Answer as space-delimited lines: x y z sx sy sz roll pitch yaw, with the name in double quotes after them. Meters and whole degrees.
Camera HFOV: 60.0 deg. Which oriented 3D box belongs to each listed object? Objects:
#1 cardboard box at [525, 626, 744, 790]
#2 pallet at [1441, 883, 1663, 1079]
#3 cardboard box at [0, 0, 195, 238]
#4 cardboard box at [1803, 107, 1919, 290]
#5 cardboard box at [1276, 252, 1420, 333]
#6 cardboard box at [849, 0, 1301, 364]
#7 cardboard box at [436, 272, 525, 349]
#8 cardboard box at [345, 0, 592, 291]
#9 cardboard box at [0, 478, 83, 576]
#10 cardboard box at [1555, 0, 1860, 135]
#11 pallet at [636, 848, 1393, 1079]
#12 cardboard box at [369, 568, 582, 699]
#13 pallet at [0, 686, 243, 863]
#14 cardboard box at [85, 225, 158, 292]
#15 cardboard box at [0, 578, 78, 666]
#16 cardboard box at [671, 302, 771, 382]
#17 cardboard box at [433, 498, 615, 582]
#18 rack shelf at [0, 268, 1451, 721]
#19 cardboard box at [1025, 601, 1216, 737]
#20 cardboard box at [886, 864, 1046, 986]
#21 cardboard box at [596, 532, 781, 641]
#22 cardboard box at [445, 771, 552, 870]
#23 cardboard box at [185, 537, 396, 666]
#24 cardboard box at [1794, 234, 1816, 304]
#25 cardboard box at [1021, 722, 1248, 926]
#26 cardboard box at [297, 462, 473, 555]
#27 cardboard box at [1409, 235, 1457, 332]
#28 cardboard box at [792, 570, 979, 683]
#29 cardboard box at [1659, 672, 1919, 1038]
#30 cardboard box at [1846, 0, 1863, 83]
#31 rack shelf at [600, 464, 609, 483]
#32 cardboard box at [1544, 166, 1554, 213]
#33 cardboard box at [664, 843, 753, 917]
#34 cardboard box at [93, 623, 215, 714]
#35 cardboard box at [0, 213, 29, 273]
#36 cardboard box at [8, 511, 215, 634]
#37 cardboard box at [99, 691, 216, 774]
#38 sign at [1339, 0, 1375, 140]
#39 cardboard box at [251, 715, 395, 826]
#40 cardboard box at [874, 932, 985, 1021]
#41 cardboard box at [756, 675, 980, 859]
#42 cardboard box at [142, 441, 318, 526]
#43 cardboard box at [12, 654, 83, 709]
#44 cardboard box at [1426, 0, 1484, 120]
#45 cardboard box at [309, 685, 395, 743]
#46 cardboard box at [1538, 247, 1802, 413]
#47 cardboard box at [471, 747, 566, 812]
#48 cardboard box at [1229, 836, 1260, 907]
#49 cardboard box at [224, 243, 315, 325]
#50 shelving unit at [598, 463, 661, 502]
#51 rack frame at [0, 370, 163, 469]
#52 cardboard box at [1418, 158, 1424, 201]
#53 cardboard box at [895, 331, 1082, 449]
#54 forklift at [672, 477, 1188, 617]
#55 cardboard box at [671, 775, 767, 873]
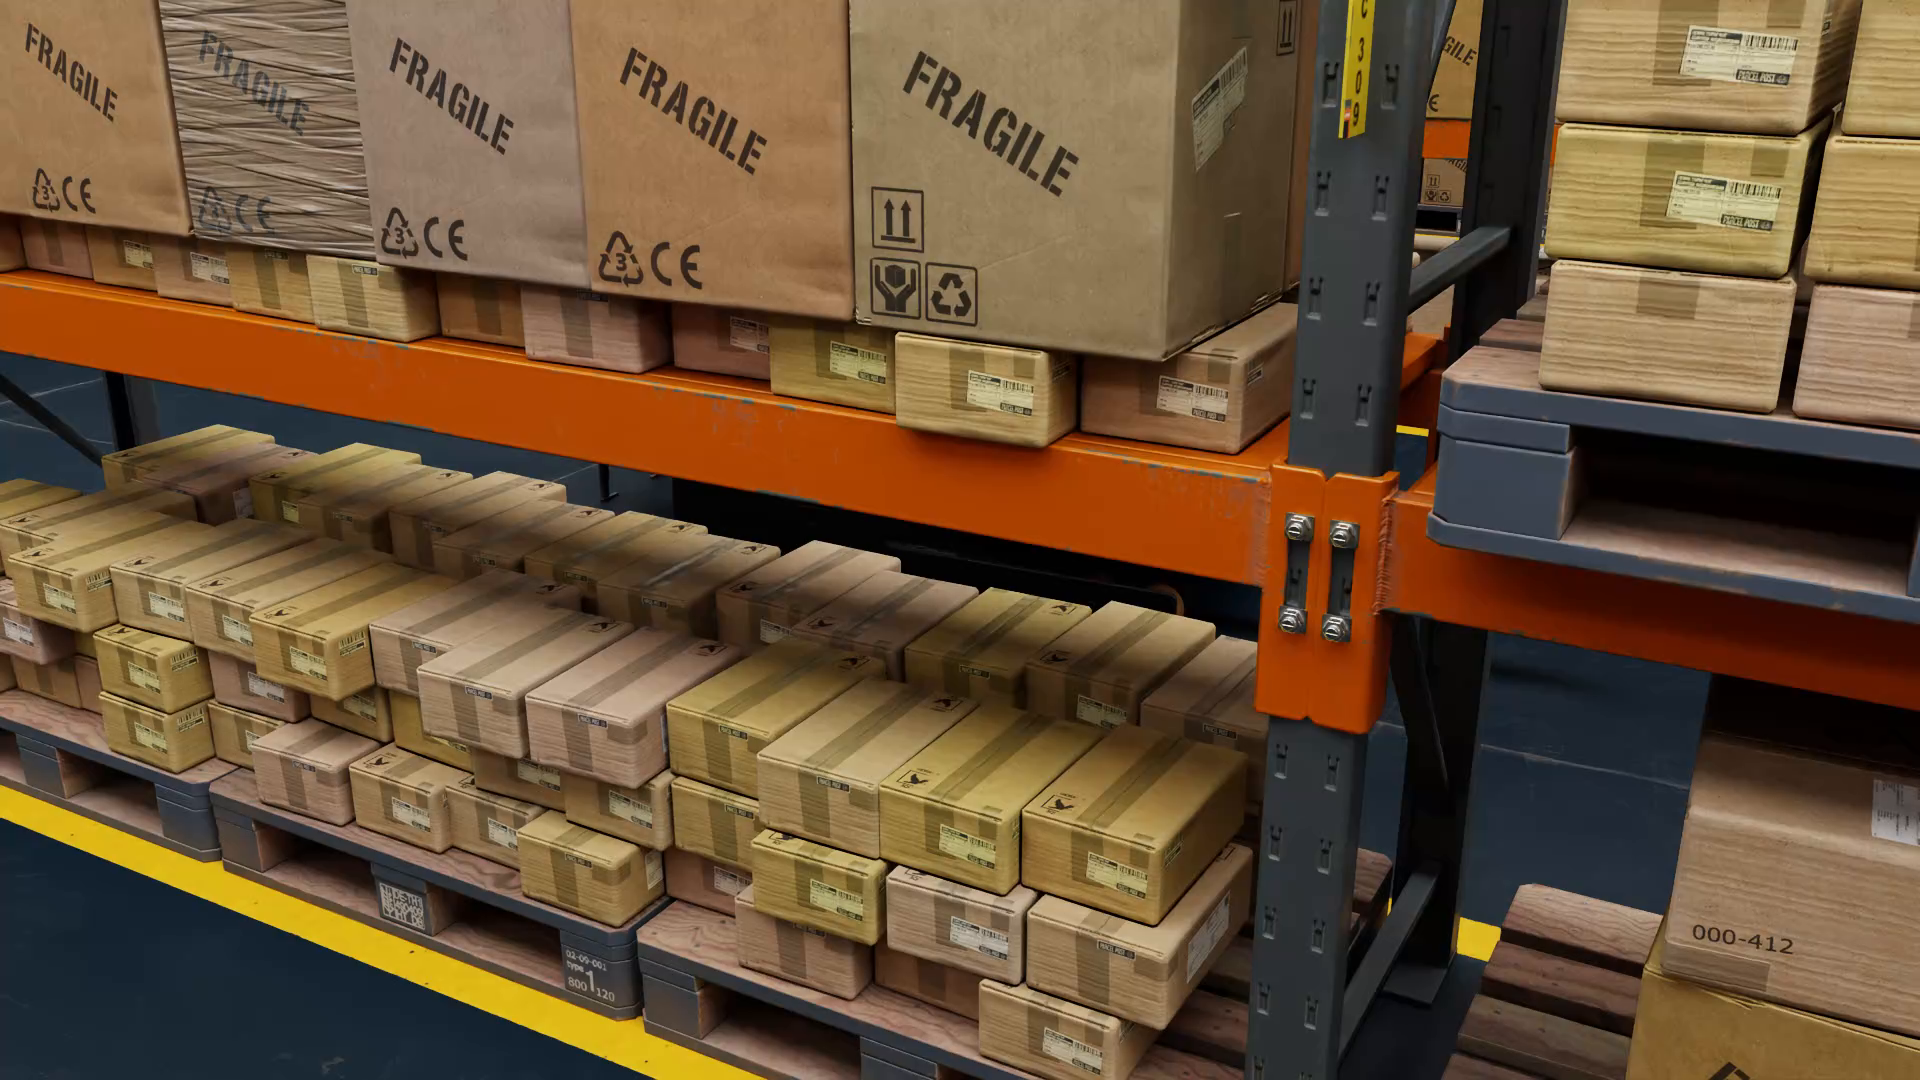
-0.630 0.322 3.272 0.250 0.149 0.380 10 22 25 "cardboard box"
1.421 1.034 2.705 1.213 0.211 1.003 11 23 27 "pallet"
-1.593 -0.934 3.459 0.500 0.500 0.500 11 23 28 "cardboard box"
1.087 -0.380 1.830 0.250 0.149 0.380 10 22 26 "cardboard box"
0.653 -0.432 3.026 0.250 0.149 0.380 12 23 29 "cardboard box"
0.180 -0.589 2.507 0.500 0.500 0.500 11 23 27 "cardboard box"
-0.766 -0.483 3.166 0.250 0.149 0.380 10 22 27 "cardboard box"
-0.706 -0.759 2.975 0.500 0.500 0.500 11 23 27 "cardboard box"
-2.460 -0.020 4.213 0.250 0.149 0.380 10 22 25 "cardboard box"
0.860 -0.562 1.897 0.250 0.149 0.380 12 23 30 "cardboard box"
0.137 0.804 3.339 1.213 0.211 1.003 11 23 27 "pallet"
-1.035 0.207 3.589 0.250 0.149 0.380 11 23 27 "cardboard box"
-1.993 0.398 4.458 1.213 0.211 1.003 11 23 27 "pallet"
-1.660 -0.656 3.643 0.250 0.149 0.380 11 22 27 "cardboard box"
-2.208 0.158 4.160 0.250 0.149 0.380 11 23 27 "cardboard box"
-0.297 -0.401 2.941 0.250 0.149 0.380 10 22 26 "cardboard box"
-1.054 0.036 4.060 0.250 0.149 0.380 10 22 26 "cardboard box"
-1.006 -0.400 3.624 4.000 0.370 1.077 11 23 27 "rack shelf"
0.329 0.275 3.401 0.250 0.149 0.380 12 23 30 "cardboard box"
0.068 0.598 2.946 0.250 0.149 0.380 10 22 25 "cardboard box"
-0.615 0.124 3.818 0.250 0.149 0.380 10 22 25 "cardboard box"
-0.867 0.538 3.549 0.250 0.149 0.380 11 23 28 "cardboard box"
-1.509 0.136 3.784 0.250 0.149 0.380 12 23 29 "cardboard box"
1.184 -0.478 2.537 0.250 0.149 0.380 10 22 26 "cardboard box"
0.303 0.476 2.847 0.250 0.149 0.380 12 23 29 "cardboard box"
-1.491 -0.069 4.350 0.250 0.149 0.380 10 22 25 "cardboard box"
1.789 -1.174 7.845 0.875 0.438 0.875 10 22 26 "cardboard box"
-0.154 0.211 3.577 0.250 0.149 0.380 10 22 26 "cardboard box"
1.257 0.421 2.256 0.500 0.250 0.500 10 22 25 "cardboard box"
1.186 -0.756 2.431 0.250 0.149 0.380 12 23 30 "cardboard box"
-1.039 -0.485 6.217 0.480 0.518 0.431 9 22 24 "rack shelf"
4.113 -2.606 11.700 0.500 0.500 0.700 10 22 25 "cardboard box"
-0.387 0.600 3.376 0.250 0.149 0.380 10 22 26 "cardboard box"
-1.780 0.247 3.914 0.250 0.149 0.380 12 23 29 "cardboard box"
-2.178 -0.711 3.794 0.250 0.149 0.380 10 22 26 "cardboard box"
-2.003 0.070 3.964 0.250 0.149 0.380 11 23 27 "cardboard box"
-1.792 0.388 3.962 0.250 0.149 0.380 11 23 28 "cardboard box"
0.483 -0.650 1.988 0.005 0.325 0.100 11 23 27 "sign"
-1.348 0.469 3.738 0.250 0.149 0.380 10 22 25 "cardboard box"
0.046 0.705 3.087 0.250 0.149 0.380 12 23 29 "cardboard box"
-0.160 0.406 3.040 0.250 0.149 0.380 11 22 27 "cardboard box"
-1.975 -0.136 4.535 0.250 0.149 0.380 11 23 28 "cardboard box"
-2.182 0.273 4.278 0.250 0.149 0.380 11 23 27 "cardboard box"
2.085 -2.028 6.911 0.500 0.500 0.500 10 22 26 "cardboard box"
-1.245 0.296 3.779 0.250 0.149 0.380 12 23 30 "cardboard box"
0.860 -0.283 1.998 0.250 0.149 0.380 10 22 25 "cardboard box"
-0.802 0.401 3.490 0.250 0.149 0.380 10 22 25 "cardboard box"
0.579 0.581 3.430 0.250 0.149 0.380 10 22 25 "cardboard box"
-1.242 -0.557 3.371 0.250 0.149 0.380 12 23 29 "cardboard box"
-1.039 -1.156 5.973 0.503 2.100 0.431 9 22 24 "shelving unit"
-2.752 -1.071 4.419 0.127 3.000 1.000 11 23 27 "rack frame"
3.207 -2.778 12.176 0.500 0.500 0.700 12 23 29 "cardboard box"
0.099 -0.276 2.595 0.250 0.149 0.380 10 22 26 "cardboard box"
0.561 -1.285 5.110 3.031 2.935 1.130 9 22 24 "forklift"
-0.345 0.488 3.250 0.250 0.149 0.380 11 23 28 "cardboard box"
